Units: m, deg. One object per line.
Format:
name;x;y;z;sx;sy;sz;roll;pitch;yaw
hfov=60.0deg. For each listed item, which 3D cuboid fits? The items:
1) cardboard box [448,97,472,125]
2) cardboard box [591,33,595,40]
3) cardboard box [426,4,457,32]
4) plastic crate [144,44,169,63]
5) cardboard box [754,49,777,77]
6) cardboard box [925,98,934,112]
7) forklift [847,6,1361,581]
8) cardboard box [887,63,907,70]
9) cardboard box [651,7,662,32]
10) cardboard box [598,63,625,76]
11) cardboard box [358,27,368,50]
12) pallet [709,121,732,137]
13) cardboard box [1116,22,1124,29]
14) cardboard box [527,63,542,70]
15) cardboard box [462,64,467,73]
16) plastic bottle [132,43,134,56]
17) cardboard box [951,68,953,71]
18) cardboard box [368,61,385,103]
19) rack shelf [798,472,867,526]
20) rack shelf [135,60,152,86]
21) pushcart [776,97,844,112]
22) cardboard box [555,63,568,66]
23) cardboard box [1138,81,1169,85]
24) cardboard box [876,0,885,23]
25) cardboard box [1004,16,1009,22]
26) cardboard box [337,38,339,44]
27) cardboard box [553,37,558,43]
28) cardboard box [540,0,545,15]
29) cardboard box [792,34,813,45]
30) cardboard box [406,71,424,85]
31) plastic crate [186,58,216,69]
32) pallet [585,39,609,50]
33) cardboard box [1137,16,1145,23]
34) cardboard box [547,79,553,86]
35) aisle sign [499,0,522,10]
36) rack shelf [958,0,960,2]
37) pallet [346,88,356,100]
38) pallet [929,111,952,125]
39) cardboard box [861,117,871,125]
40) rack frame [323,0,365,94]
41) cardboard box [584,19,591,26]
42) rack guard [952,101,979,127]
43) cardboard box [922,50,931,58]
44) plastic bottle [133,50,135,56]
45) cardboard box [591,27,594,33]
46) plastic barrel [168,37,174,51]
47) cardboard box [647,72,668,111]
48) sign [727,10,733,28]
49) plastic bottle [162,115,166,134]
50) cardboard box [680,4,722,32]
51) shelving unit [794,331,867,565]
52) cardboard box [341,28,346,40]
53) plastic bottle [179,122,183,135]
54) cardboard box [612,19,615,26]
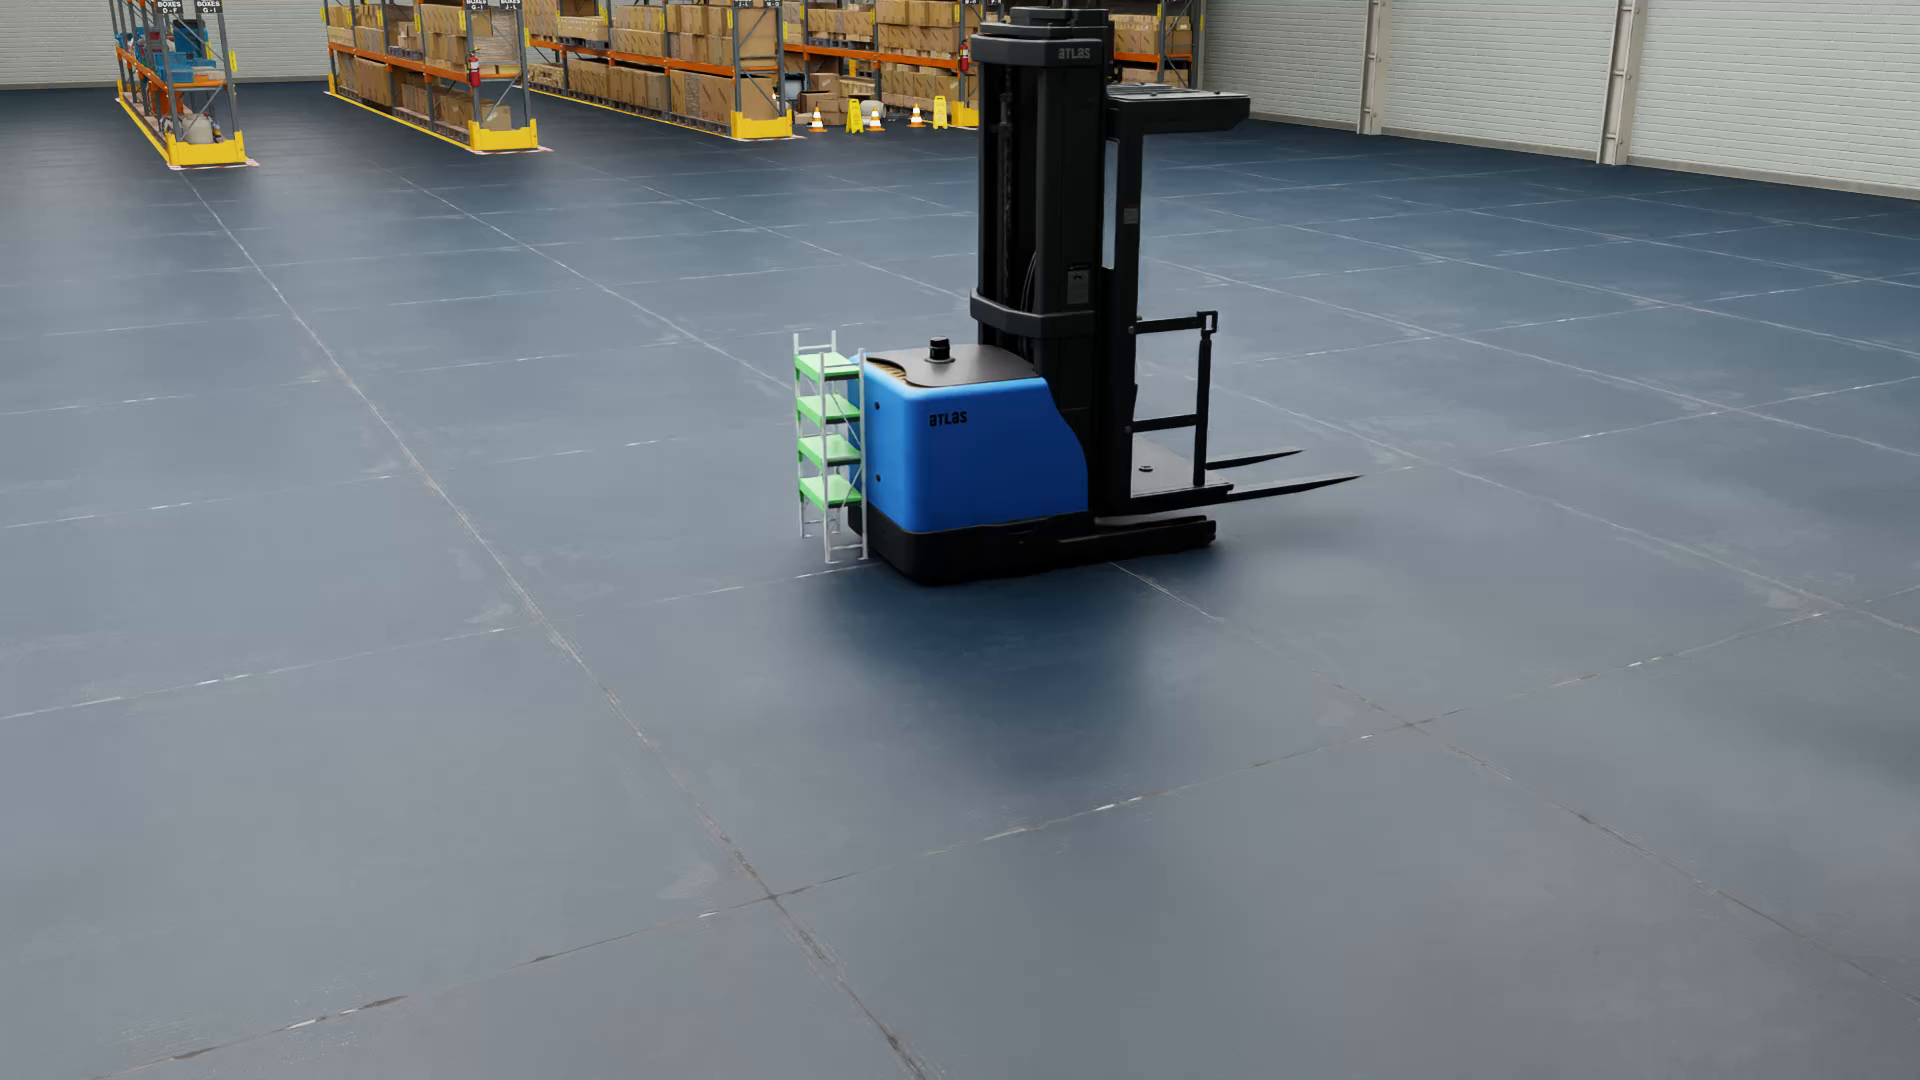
cardboard box;-9.748;-8.433;32.659;0.500;0.500;0.500;-3;19;-9
cardboard box;-8.423;-11.809;38.998;0.380;0.149;0.250;-10;21;-27
cardboard box;-9.952;-10.049;32.012;0.500;0.500;0.500;-10;21;-27
plastic crate;-15.039;-9.055;31.176;0.402;0.464;0.583;-10;21;-27
cardboard box;-4.894;-12.560;44.046;0.875;0.875;0.875;-9;21;-25
cardboard box;-0.420;-9.326;35.631;0.500;0.250;0.500;-10;21;-26
forklift;0.912;-1.467;9.390;3.031;2.935;1.130;-8;21;-22
cardboard box;-1.411;-10.539;37.001;0.380;0.149;0.250;-10;21;-26
cardboard box;-6.255;-11.248;35.944;0.700;0.500;0.500;-10;22;-28
cardboard box;-8.223;-11.115;39.282;0.500;0.250;0.500;-11;22;-28
cardboard box;-13.742;-11.729;38.870;0.500;0.500;0.500;-10;21;-27
pallet;-4.317;-8.190;33.044;1.003;0.211;1.213;-10;21;-27
cardboard box;3.764;-11.631;37.593;0.380;0.149;0.250;-10;21;-26
cardboard box;-11.517;-12.813;44.981;0.380;0.149;0.250;-11;22;-29
cardboard box;-8.881;-8.619;30.395;0.380;0.149;0.250;-10;21;-27
plastic bottle;-17.589;-10.488;35.503;0.144;0.351;0.185;-10;21;-27
cardboard box;-0.125;-12.700;45.025;0.500;0.500;0.500;-11;22;-29
cardboard box;-12.806;-10.501;38.078;1.225;0.875;0.875;-10;21;-26
rack shelf;-0.723;-0.234;9.403;0.258;0.148;0.480;-7;20;-20
rack shelf;-15.490;-9.167;32.702;1.077;0.370;4.000;-10;21;-27
pushcart;-3.443;-9.628;36.955;0.936;0.377;1.648;16;25;39
cardboard box;-10.688;-12.768;44.849;0.380;0.149;0.250;-11;22;-28
cardboard box;4.300;-10.083;37.059;0.500;0.250;0.500;-10;22;-27
cardboard box;-1.442;-11.736;36.901;0.700;0.500;0.500;-10;22;-27
cardboard box;1.307;-13.151;41.996;0.380;0.149;0.250;-10;21;-26
cardboard box;-15.389;-12.504;41.656;0.380;0.149;0.250;-10;22;-27
cardboard box;-10.127;-12.720;42.281;0.380;0.149;0.250;-11;22;-28
cardboard box;-10.509;-13.786;42.843;0.500;0.500;0.500;-9;21;-25
cardboard box;-3.828;-12.417;41.249;0.500;0.250;0.500;-11;22;-29
cardboard box;-11.736;-10.042;36.141;0.500;0.250;0.500;-9;21;-24
plastic crate;-13.776;-8.587;30.146;0.499;0.251;0.616;-10;21;-27
pallet;-8.100;-11.685;39.190;1.213;0.211;1.003;-10;21;-27
cardboard box;4.158;-11.558;36.925;0.380;0.149;0.250;-9;21;-25
cardboard box;-10.545;-11.944;43.373;0.380;0.149;0.250;-10;21;-27
aisle sign;-7.988;-9.809;29.475;0.394;0.787;0.004;-10;21;-27
rack shelf;-0.510;-11.739;35.557;1.077;0.370;4.000;-10;21;-27
pallet;-14.856;-11.260;41.938;1.003;0.211;1.213;-10;21;-27
pallet;0.049;-9.029;35.474;1.003;0.211;1.213;-10;21;-27
cardboard box;-1.960;-8.802;34.913;0.380;0.149;0.250;1;19;2
rack frame;-15.879;-13.145;43.127;1.000;3.000;0.127;-10;21;-27
cardboard box;-8.675;-12.242;39.340;0.380;0.149;0.250;-9;21;-25
rack guard;0.404;-8.927;34.736;1.175;0.500;0.348;-10;21;-27
cardboard box;-0.595;-10.399;35.553;0.380;0.149;0.250;-10;22;-27
plastic bottle;-17.479;-10.335;35.289;0.097;0.201;0.097;0;19;0
cardboard box;-8.431;-11.956;38.966;0.380;0.149;0.250;-9;21;-25
plastic barrel;-15.150;-9.516;32.403;0.433;0.535;0.433;0;19;0
cardboard box;-6.142;-9.739;36.061;1.050;0.750;0.750;-10;21;-27
sign;-4.353;-9.870;31.499;0.100;0.325;0.005;-10;21;-27
plastic bottle;-14.522;-7.593;30.423;0.144;0.351;0.185;-9;21;-25
cardboard box;-5.260;-10.770;34.358;0.875;0.550;0.550;-10;21;-27
shelving unit;-0.724;-0.522;9.303;0.258;1.200;0.503;-7;20;-20
cardboard box;-14.911;-12.447;40.879;0.500;0.250;0.500;-10;21;-26
plastic bottle;-14.112;-7.411;30.012;0.152;0.276;0.135;-10;21;-27
cardboard box;-8.084;-12.335;39.610;0.380;0.149;0.250;-11;22;-29
